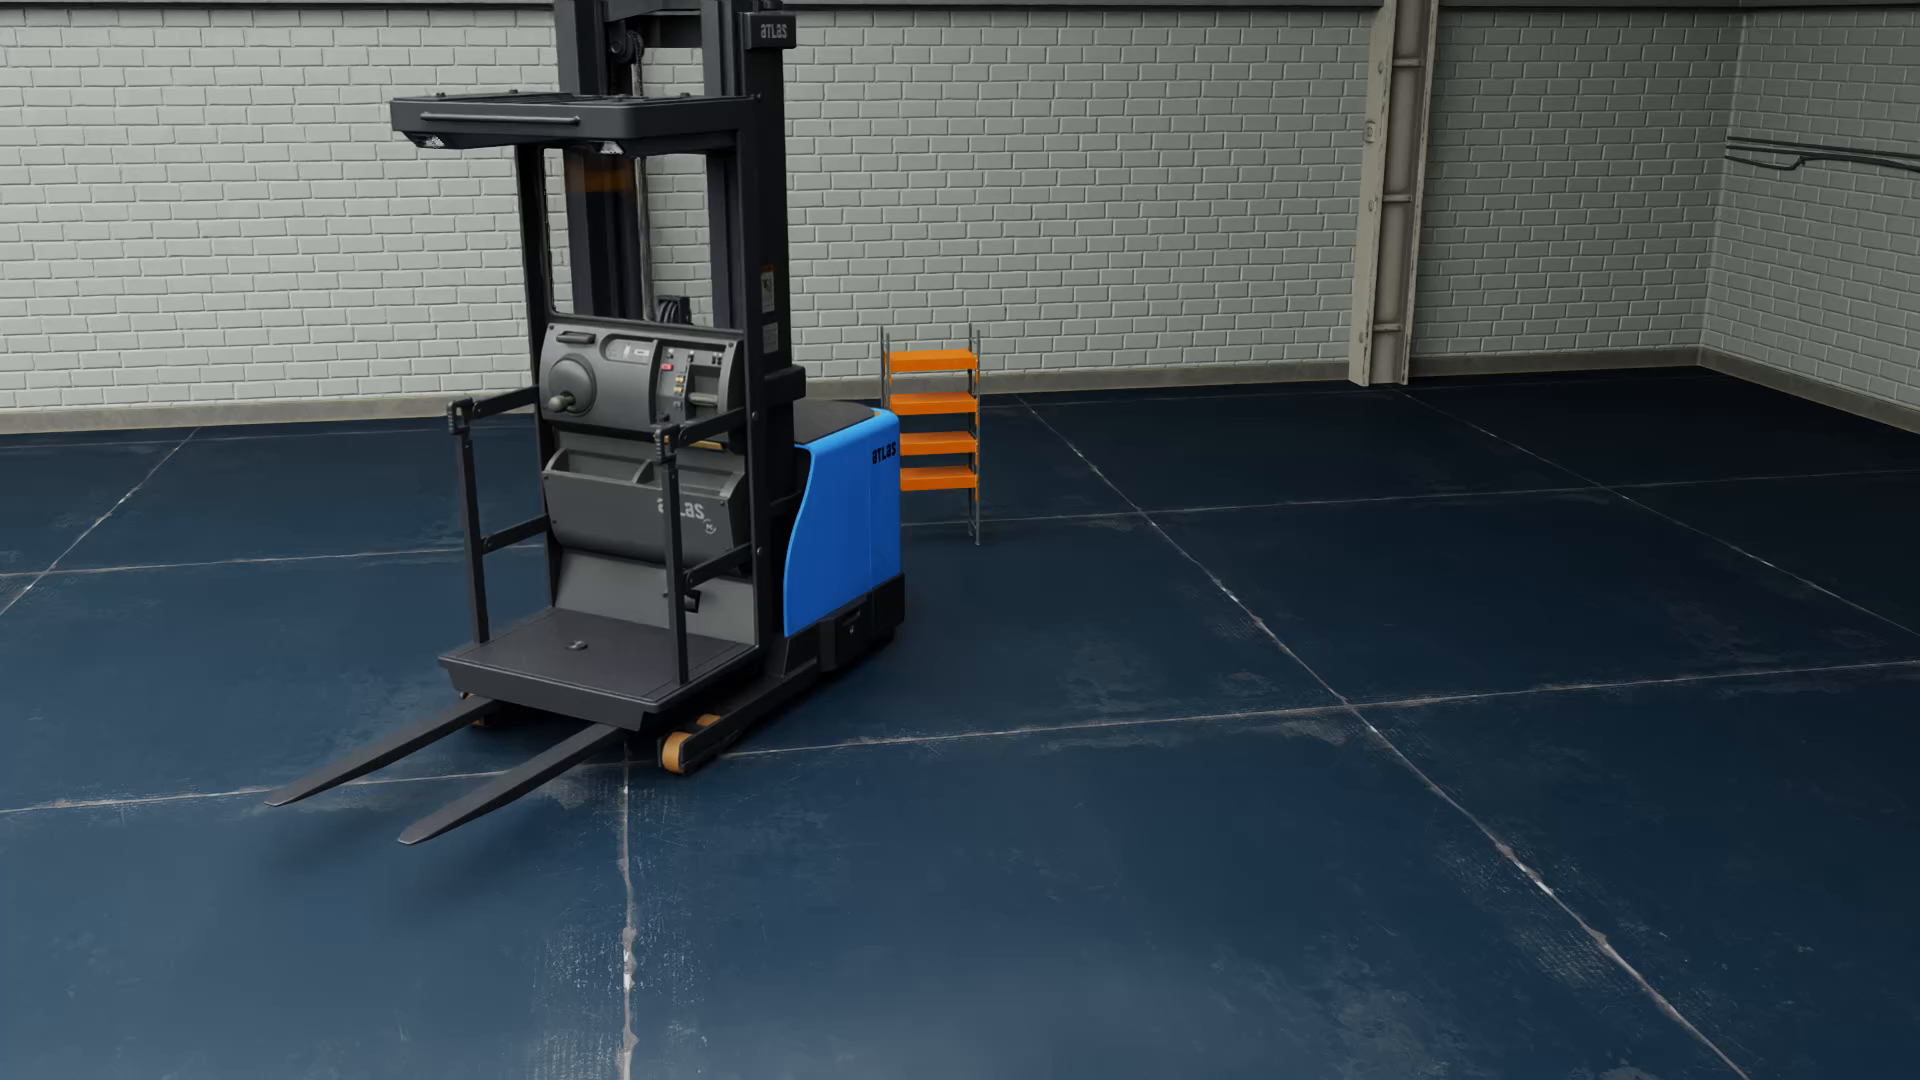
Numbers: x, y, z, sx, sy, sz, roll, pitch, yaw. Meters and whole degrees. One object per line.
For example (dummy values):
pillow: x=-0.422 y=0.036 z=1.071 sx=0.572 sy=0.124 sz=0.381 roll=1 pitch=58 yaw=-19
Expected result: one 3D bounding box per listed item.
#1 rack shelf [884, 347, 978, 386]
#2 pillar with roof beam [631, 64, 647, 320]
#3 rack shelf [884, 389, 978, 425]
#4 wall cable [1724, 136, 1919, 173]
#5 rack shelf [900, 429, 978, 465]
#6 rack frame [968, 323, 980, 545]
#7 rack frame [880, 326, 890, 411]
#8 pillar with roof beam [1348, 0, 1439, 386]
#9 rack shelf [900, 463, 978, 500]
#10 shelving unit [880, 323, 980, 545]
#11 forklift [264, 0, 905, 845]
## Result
rack shelf: x=-0.163 y=-0.940 z=8.990 sx=0.480 sy=0.148 sz=0.258 roll=-3 pitch=17 yaw=-10
pillar with roof beam: x=-1.685 y=-4.013 z=7.052 sx=0.400 sy=9.000 sz=9.100 roll=-3 pitch=17 yaw=-10
rack shelf: x=-0.163 y=-0.714 z=9.060 sx=0.480 sy=0.148 sz=0.258 roll=-3 pitch=17 yaw=-10
wall cable: x=6.532 y=-3.887 z=11.930 sx=0.112 sy=2.526 sz=3.097 roll=-3 pitch=17 yaw=-10
rack shelf: x=-0.163 y=-0.500 z=9.125 sx=0.480 sy=0.148 sz=0.258 roll=-3 pitch=17 yaw=-10
rack frame: x=0.077 y=-0.578 z=9.150 sx=0.015 sy=1.200 sz=0.240 roll=-3 pitch=17 yaw=-10
rack frame: x=-0.402 y=-0.551 z=9.061 sx=0.015 sy=1.200 sz=0.240 roll=-3 pitch=17 yaw=-10
pillar with roof beam: x=4.206 y=-4.348 z=8.140 sx=0.400 sy=9.000 sz=9.100 roll=-3 pitch=17 yaw=-10
rack shelf: x=-0.163 y=-0.310 z=9.184 sx=0.480 sy=0.148 sz=0.258 roll=-3 pitch=17 yaw=-10
shelving unit: x=-0.163 y=-0.564 z=9.106 sx=0.503 sy=1.200 sz=0.258 roll=-3 pitch=17 yaw=-10
forklift: x=-1.380 y=-0.648 z=6.428 sx=1.130 sy=2.935 sz=3.031 roll=9 pitch=19 yaw=26
